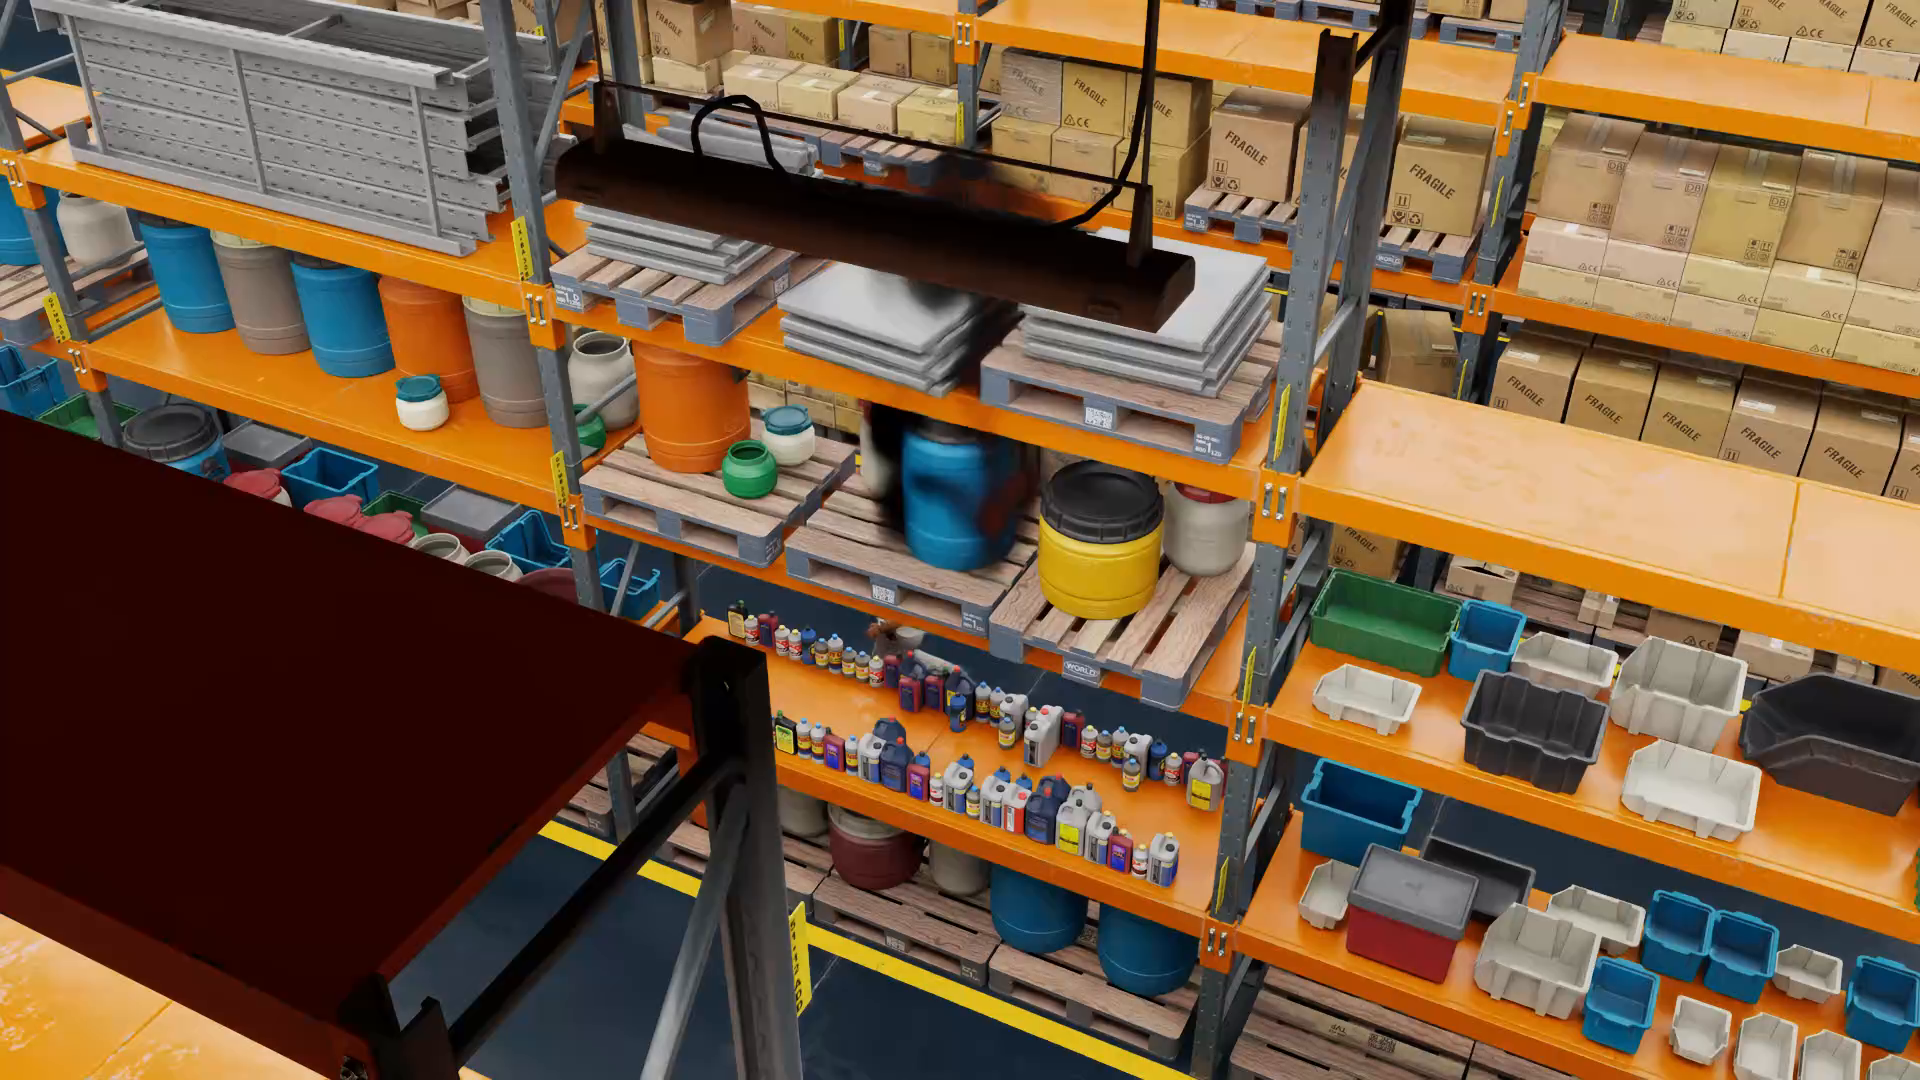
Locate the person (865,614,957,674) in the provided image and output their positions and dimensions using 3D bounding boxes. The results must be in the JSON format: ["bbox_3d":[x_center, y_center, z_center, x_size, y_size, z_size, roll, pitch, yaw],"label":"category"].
[{"bbox_3d":[-0.334,0.593,11.640,0.584,1.609,0.593,10,36,14],"label":"person"}]
